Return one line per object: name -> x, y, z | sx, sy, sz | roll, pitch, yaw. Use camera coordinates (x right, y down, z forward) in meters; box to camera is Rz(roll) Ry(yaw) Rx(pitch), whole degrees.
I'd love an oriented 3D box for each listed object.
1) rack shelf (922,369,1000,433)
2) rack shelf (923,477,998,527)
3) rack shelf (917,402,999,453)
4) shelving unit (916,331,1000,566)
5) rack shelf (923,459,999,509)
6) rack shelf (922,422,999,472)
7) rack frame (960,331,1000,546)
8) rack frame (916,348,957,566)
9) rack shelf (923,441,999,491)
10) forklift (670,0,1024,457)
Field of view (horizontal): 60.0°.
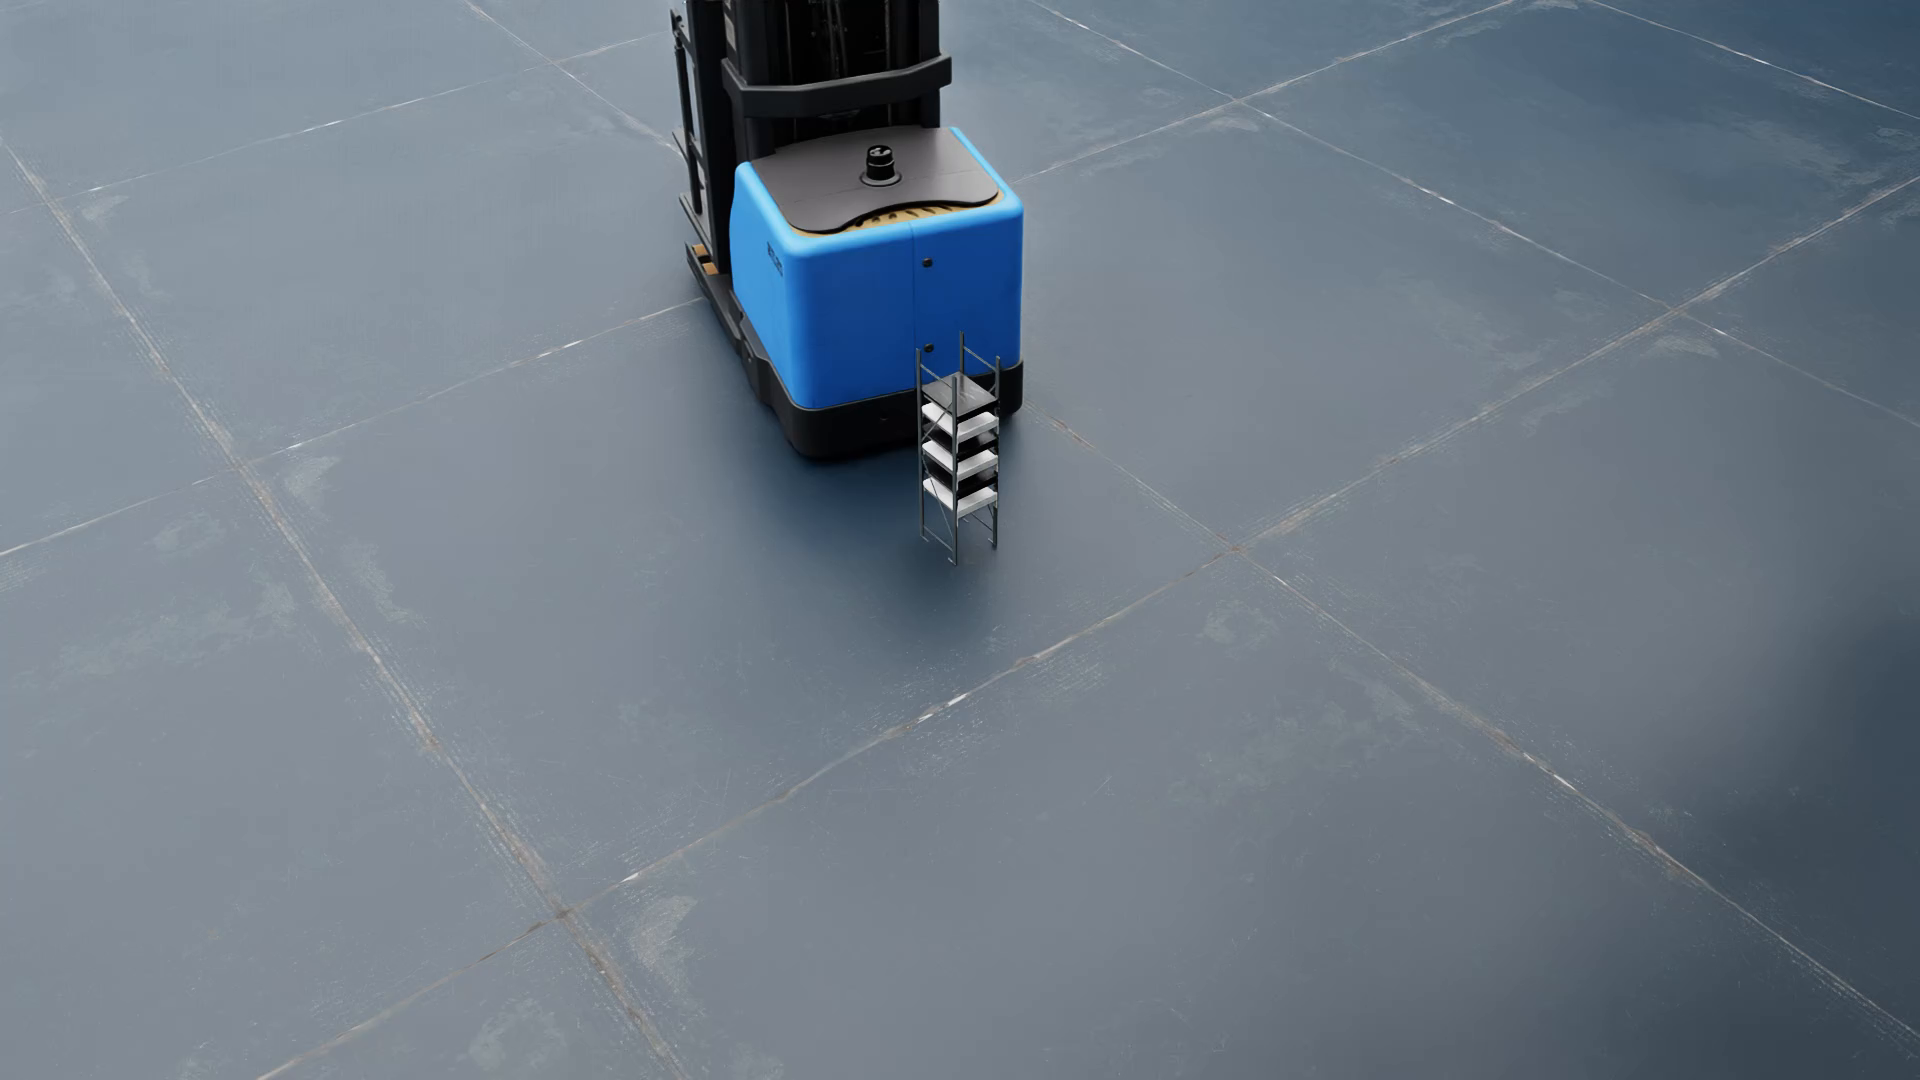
rack shelf -> -0.006, -0.528, 6.311 | 0.200, 0.077, 0.258 | -26, 46, -28
rack shelf -> -0.006, -0.180, 6.596 | 0.200, 0.077, 0.258 | -26, 46, -28
rack shelf -> -0.006, -0.458, 6.368 | 0.200, 0.077, 0.258 | -26, 46, -28
shelving unit -> -0.006, -0.345, 6.461 | 0.210, 0.900, 0.258 | -26, 46, -28
rack shelf -> -0.006, -0.249, 6.539 | 0.200, 0.077, 0.258 | -26, 46, -28
rack shelf -> -0.006, -0.389, 6.425 | 0.200, 0.077, 0.258 | -26, 46, -28
rack frame -> 0.074, -0.384, 6.509 | 0.006, 0.900, 0.240 | -26, 46, -28
rack frame -> -0.087, -0.305, 6.413 | 0.006, 0.900, 0.240 | -26, 46, -28
rack shelf -> -0.006, -0.319, 6.482 | 0.200, 0.077, 0.258 | -26, 46, -28
forklift -> -0.728, -2.426, 7.396 | 1.130, 2.935, 3.031 | -14, 41, -16
